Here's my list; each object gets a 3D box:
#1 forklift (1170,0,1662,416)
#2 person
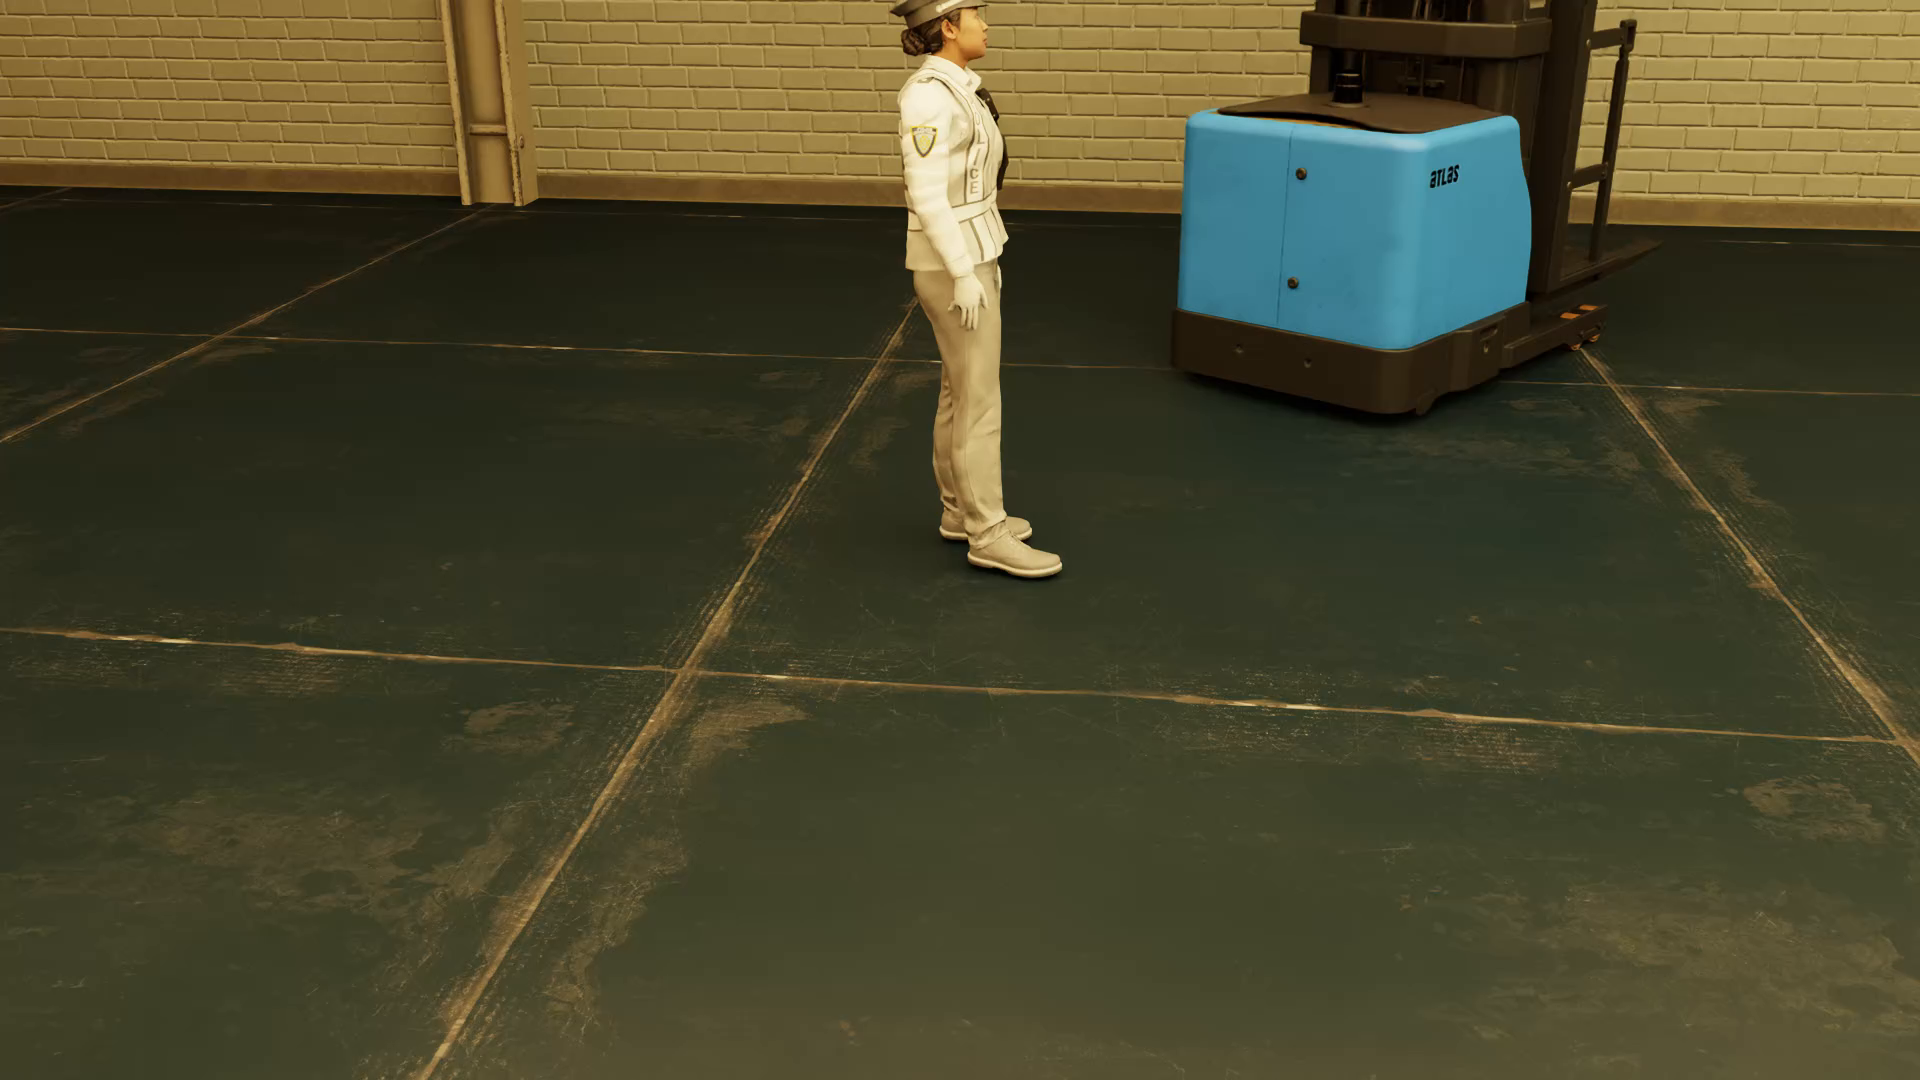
[{"bbox_3d":[2.216,-2.291,6.943,1.130,2.935,3.031,19,28,38],"label":"forklift"},{"bbox_3d":[0.066,-0.787,4.844,0.534,1.696,0.587,3,22,7],"label":"person"}]
